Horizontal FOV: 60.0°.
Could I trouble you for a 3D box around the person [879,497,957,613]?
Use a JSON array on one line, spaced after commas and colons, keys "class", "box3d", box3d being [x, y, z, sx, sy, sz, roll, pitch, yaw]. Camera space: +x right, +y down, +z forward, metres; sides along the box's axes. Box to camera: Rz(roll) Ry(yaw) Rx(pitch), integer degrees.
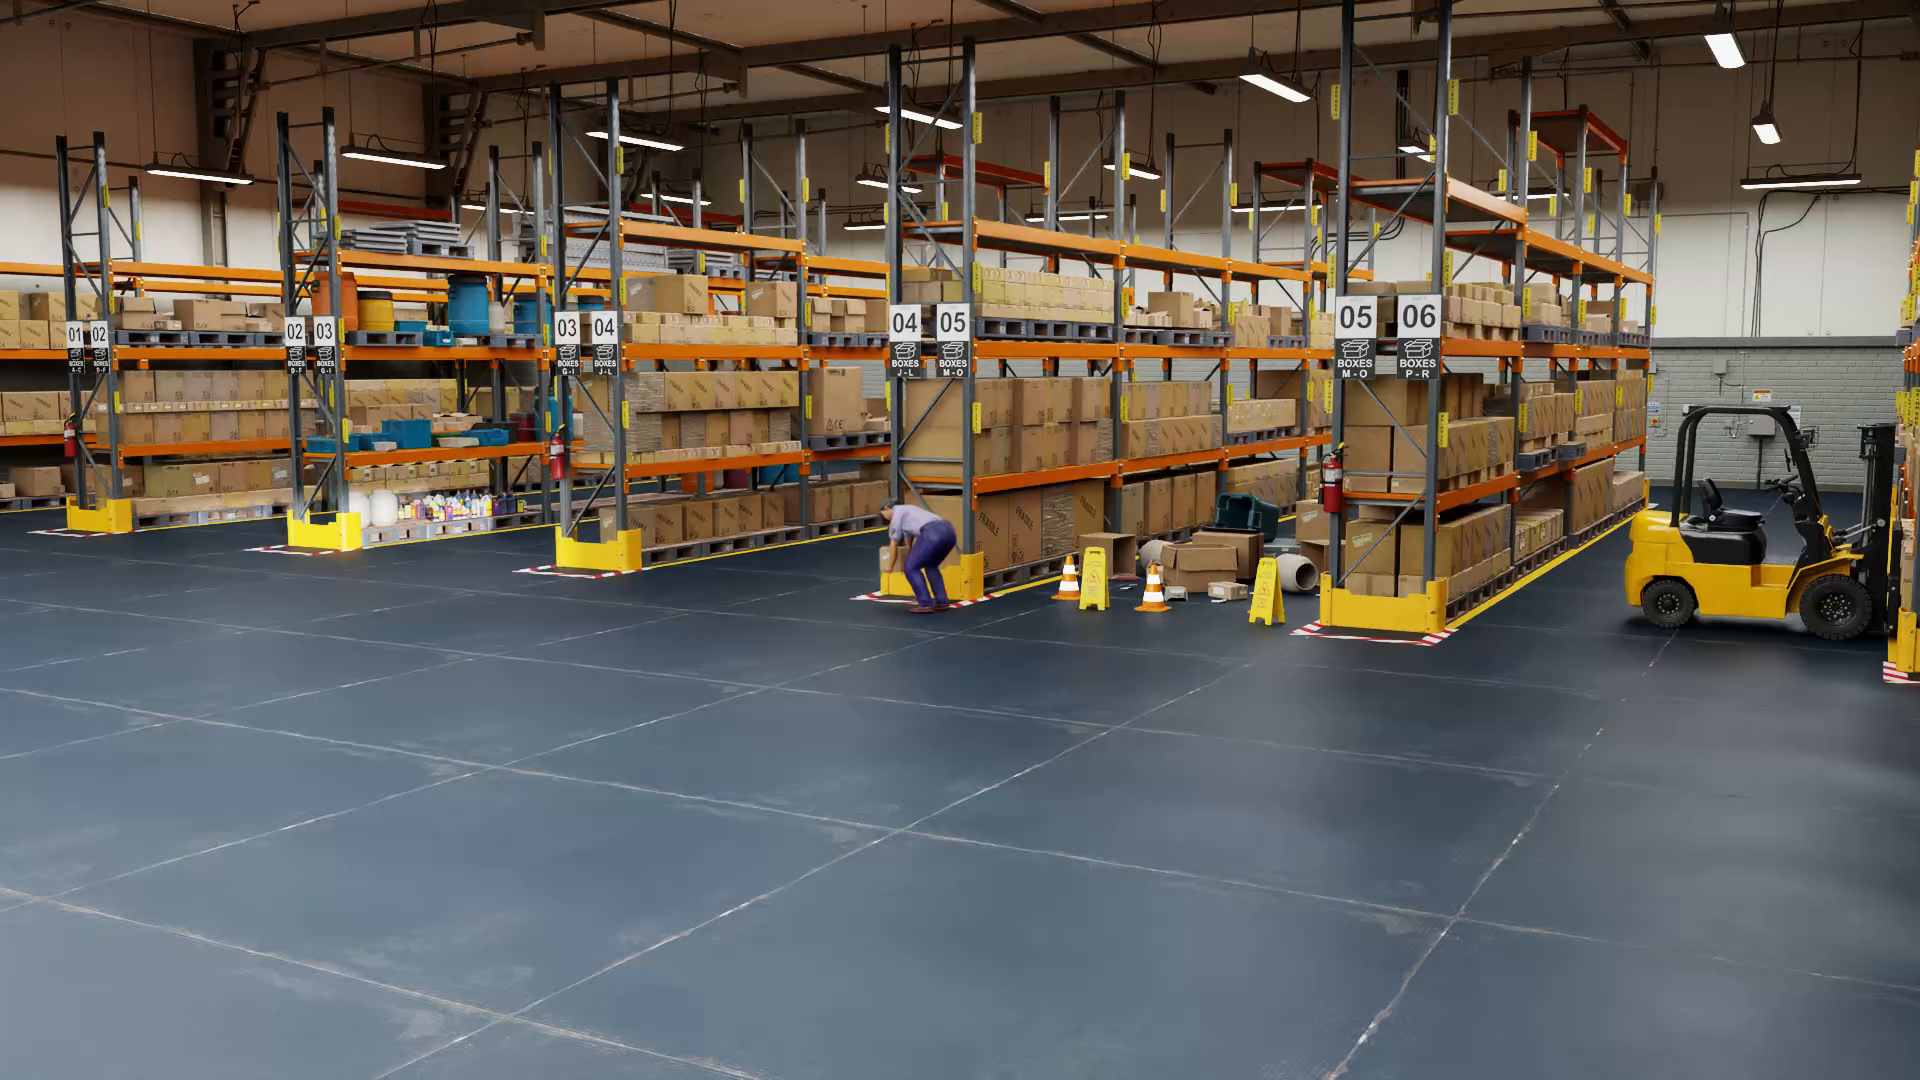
[{"class": "person", "box3d": [-0.465, 0.153, 17.295, 0.868, 1.169, 0.488, 4, 7, 31]}]
